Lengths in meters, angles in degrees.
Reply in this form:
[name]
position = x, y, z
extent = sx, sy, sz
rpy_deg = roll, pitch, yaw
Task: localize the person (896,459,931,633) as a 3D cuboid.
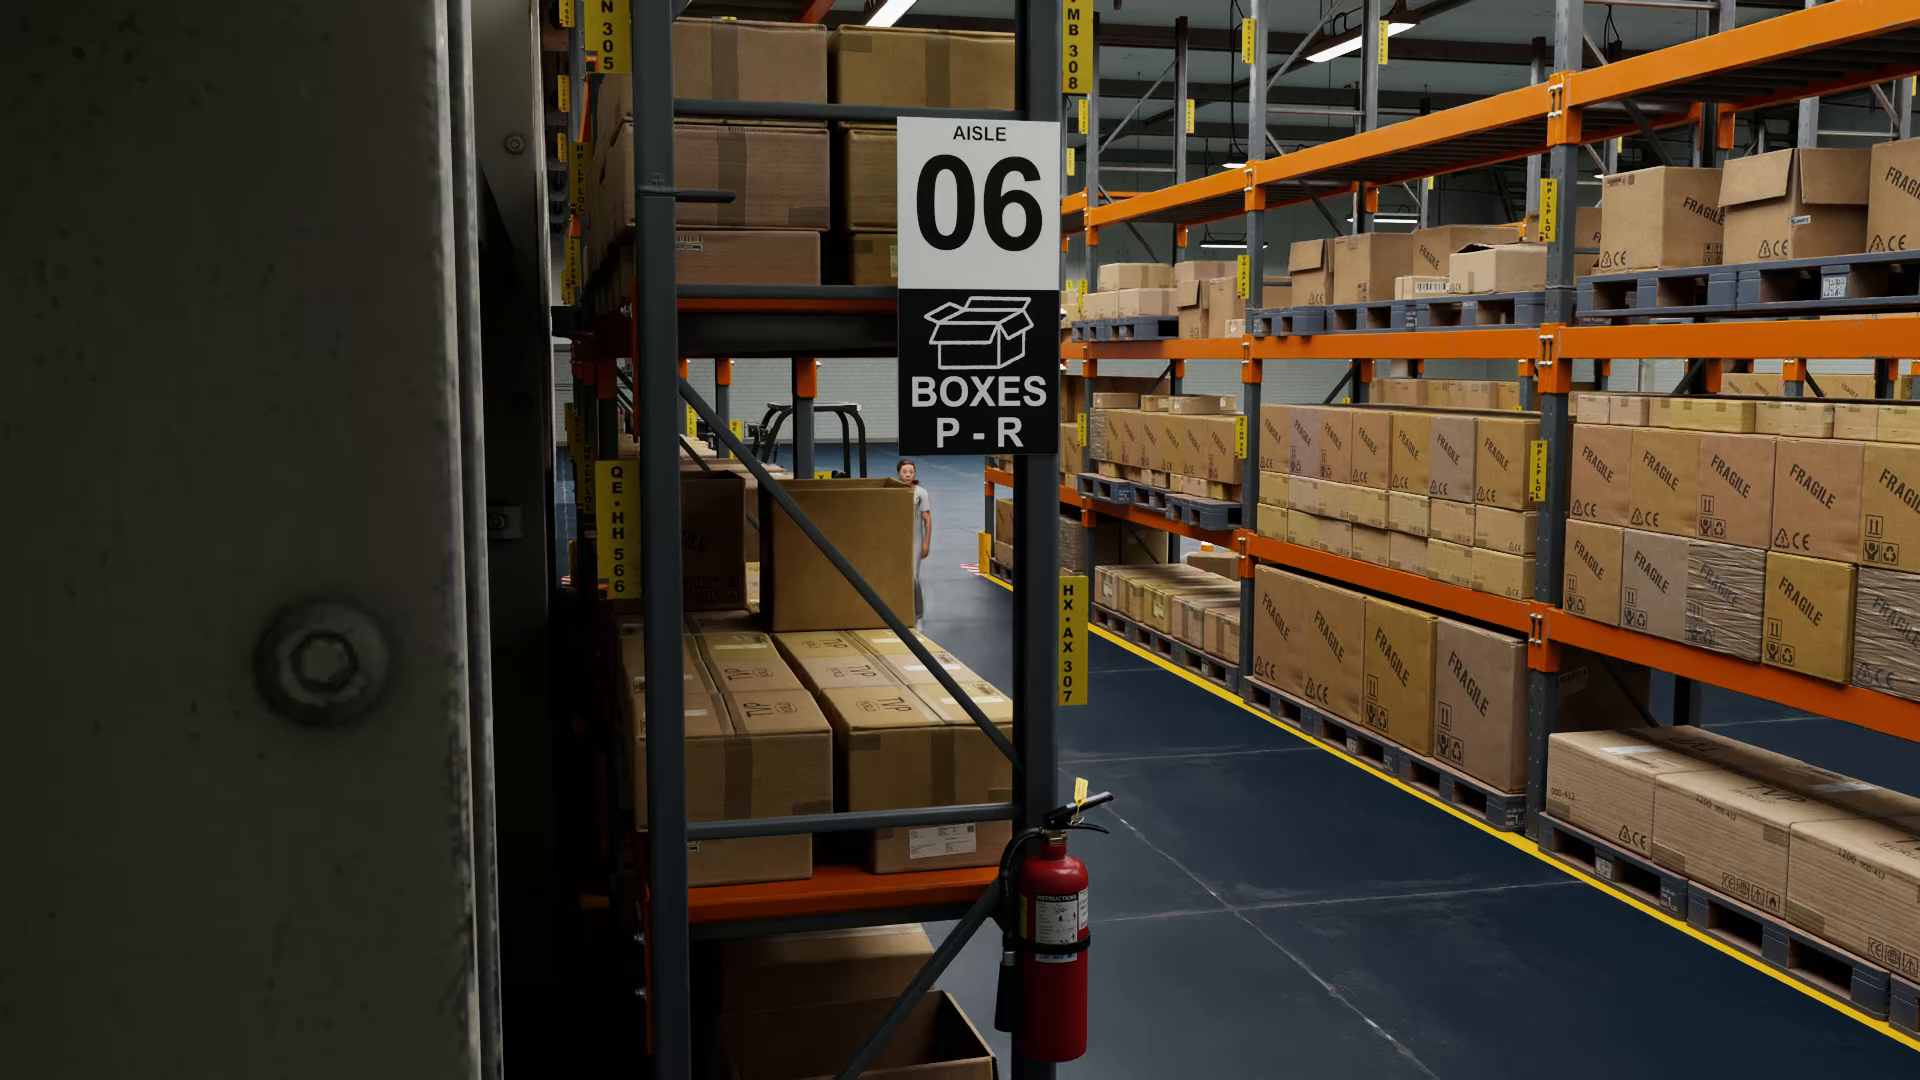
[person]
position = -0.534, 0.069, 15.946
extent = 0.458, 1.687, 0.467
rpy_deg = 3, 7, 23
